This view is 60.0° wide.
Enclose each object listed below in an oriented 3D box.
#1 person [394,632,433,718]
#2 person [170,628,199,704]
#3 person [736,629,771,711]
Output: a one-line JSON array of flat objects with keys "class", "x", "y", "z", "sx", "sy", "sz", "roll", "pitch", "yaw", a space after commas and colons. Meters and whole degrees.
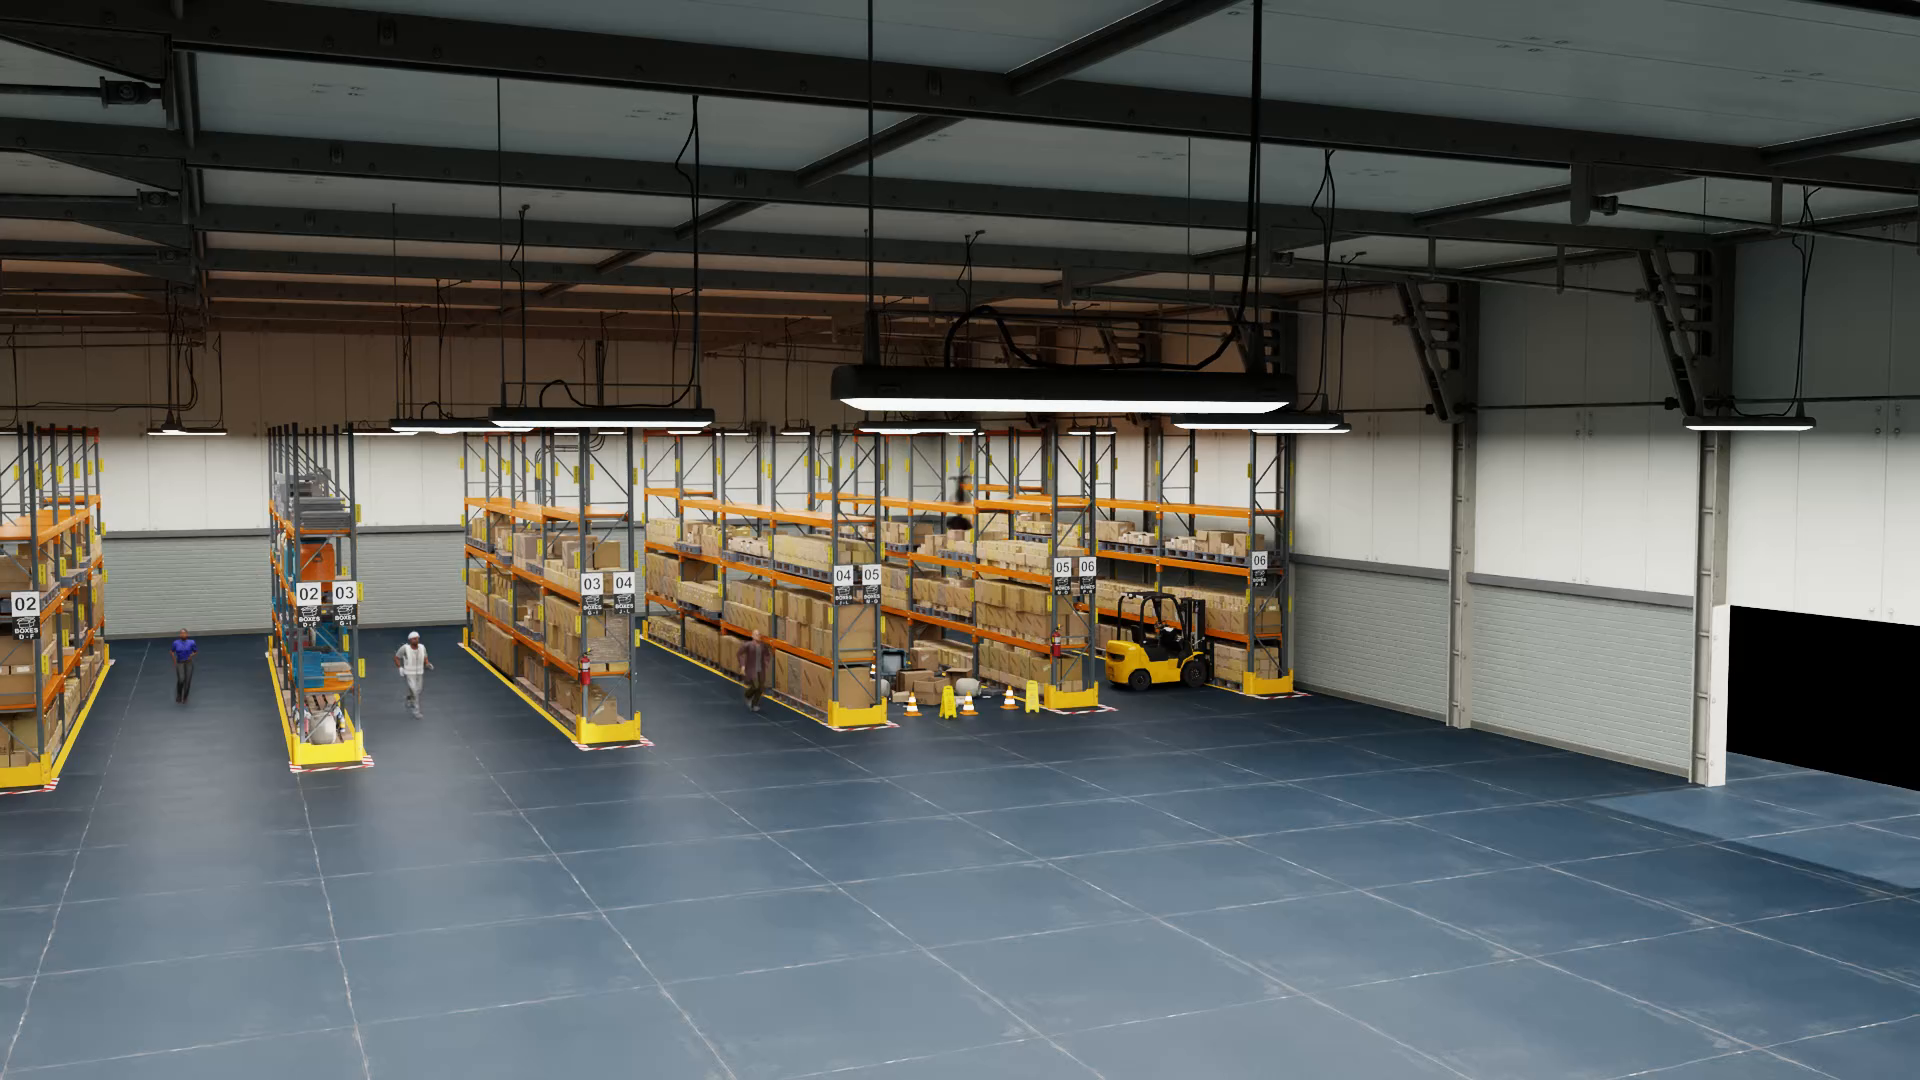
[{"class": "person", "x": -11.303, "y": 2.756, "z": 34.266, "sx": 0.882, "sy": 1.757, "sz": 0.665, "roll": 3, "pitch": 5, "yaw": 44}, {"class": "person", "x": -16.683, "y": 2.720, "z": 35.795, "sx": 0.555, "sy": 1.633, "sz": 0.632, "roll": -2, "pitch": 4, "yaw": -26}, {"class": "person", "x": -4.260, "y": 2.730, "z": 34.780, "sx": 0.700, "sy": 1.722, "sz": 0.672, "roll": -2, "pitch": 4, "yaw": -34}]
